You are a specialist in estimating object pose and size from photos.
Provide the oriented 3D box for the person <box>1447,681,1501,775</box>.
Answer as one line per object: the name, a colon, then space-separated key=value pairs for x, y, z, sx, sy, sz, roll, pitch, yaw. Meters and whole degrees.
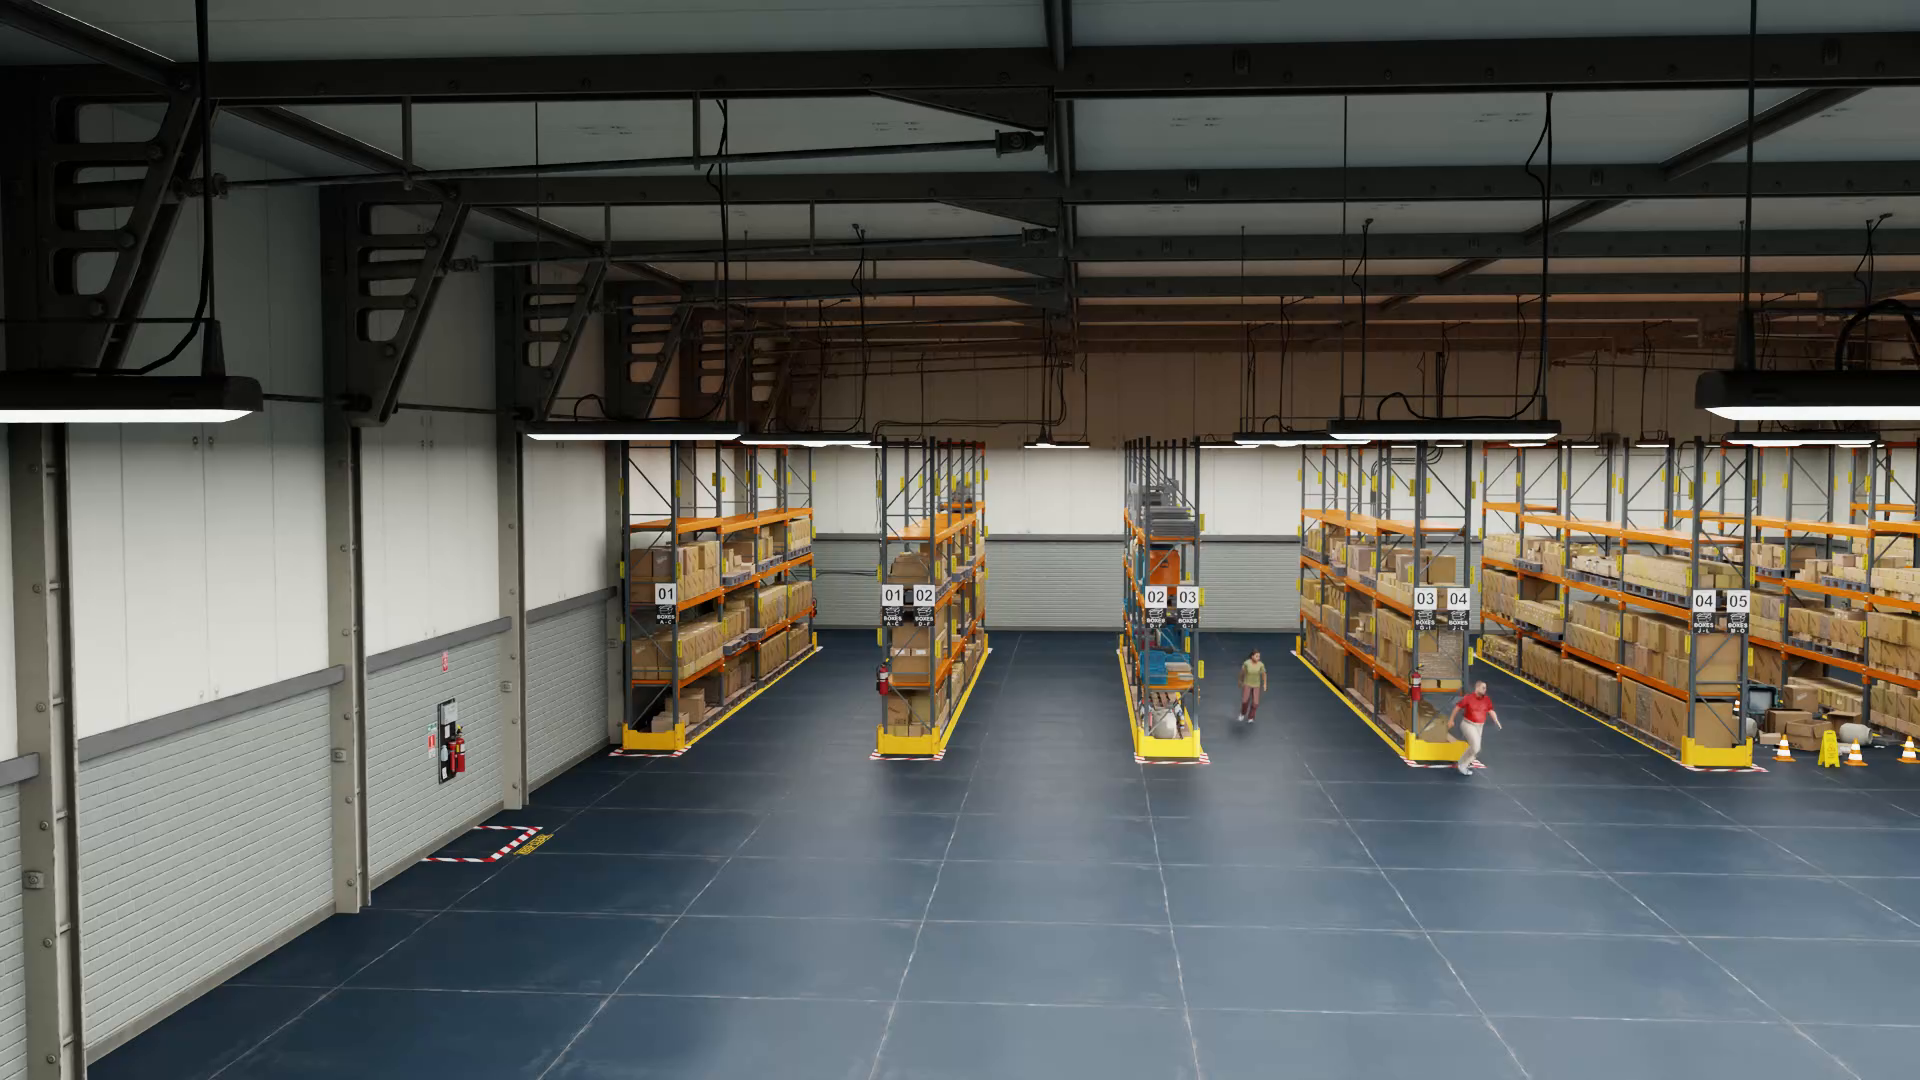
person: x=9.099 y=3.311 z=29.274 sx=0.612 sy=1.687 sz=0.853 roll=-2 pitch=3 yaw=-29

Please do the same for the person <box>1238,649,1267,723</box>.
person: x=6.130 y=3.053 z=34.826 sx=0.553 sy=1.584 sz=0.602 roll=0 pitch=3 yaw=1

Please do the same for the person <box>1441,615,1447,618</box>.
person: x=13.316 y=2.403 z=46.463 sx=0.701 sy=1.744 sz=0.677 roll=1 pitch=3 yaw=24
